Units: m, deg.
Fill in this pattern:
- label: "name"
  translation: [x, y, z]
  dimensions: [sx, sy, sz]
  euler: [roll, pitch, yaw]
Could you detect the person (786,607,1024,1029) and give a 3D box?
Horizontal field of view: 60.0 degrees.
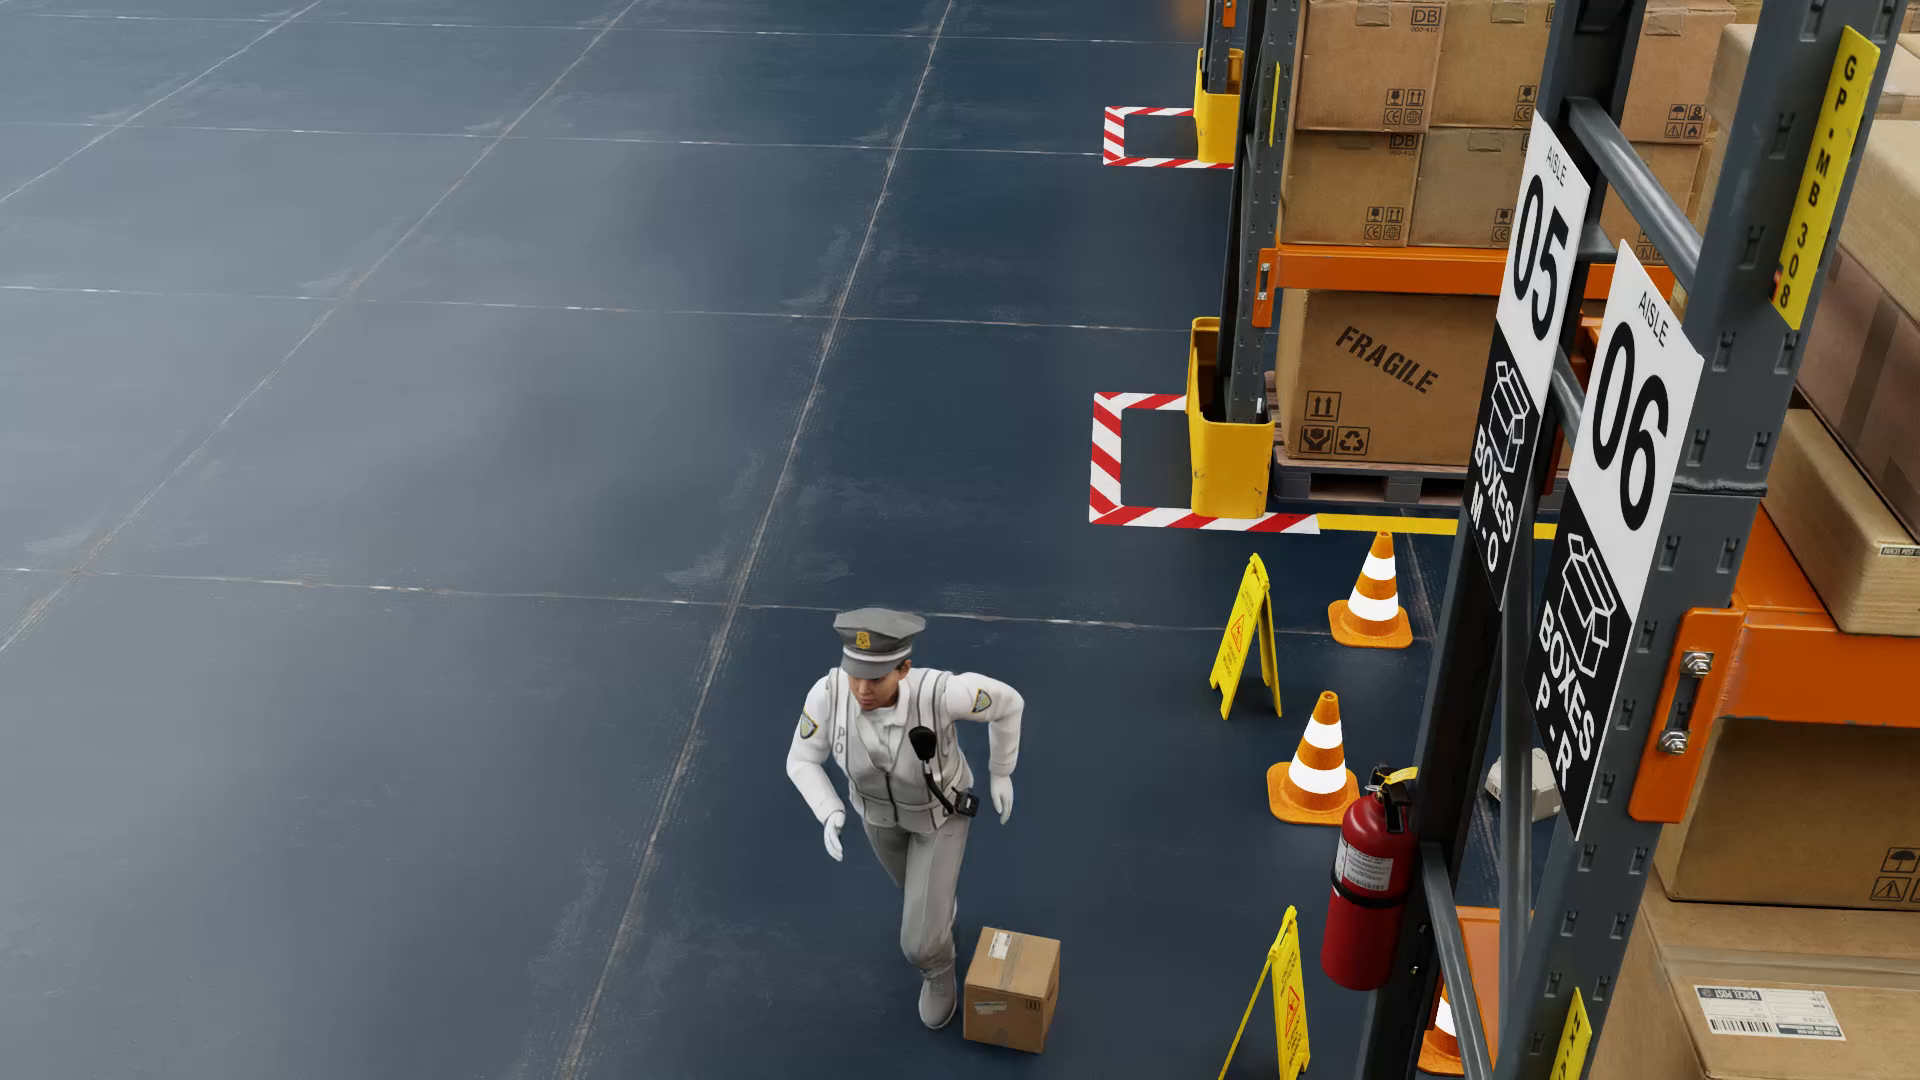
- label: "person"
  translation: [-0.158, 0.803, 4.900]
  dimensions: [0.614, 1.611, 0.874]
  euler: [10, 33, 15]
